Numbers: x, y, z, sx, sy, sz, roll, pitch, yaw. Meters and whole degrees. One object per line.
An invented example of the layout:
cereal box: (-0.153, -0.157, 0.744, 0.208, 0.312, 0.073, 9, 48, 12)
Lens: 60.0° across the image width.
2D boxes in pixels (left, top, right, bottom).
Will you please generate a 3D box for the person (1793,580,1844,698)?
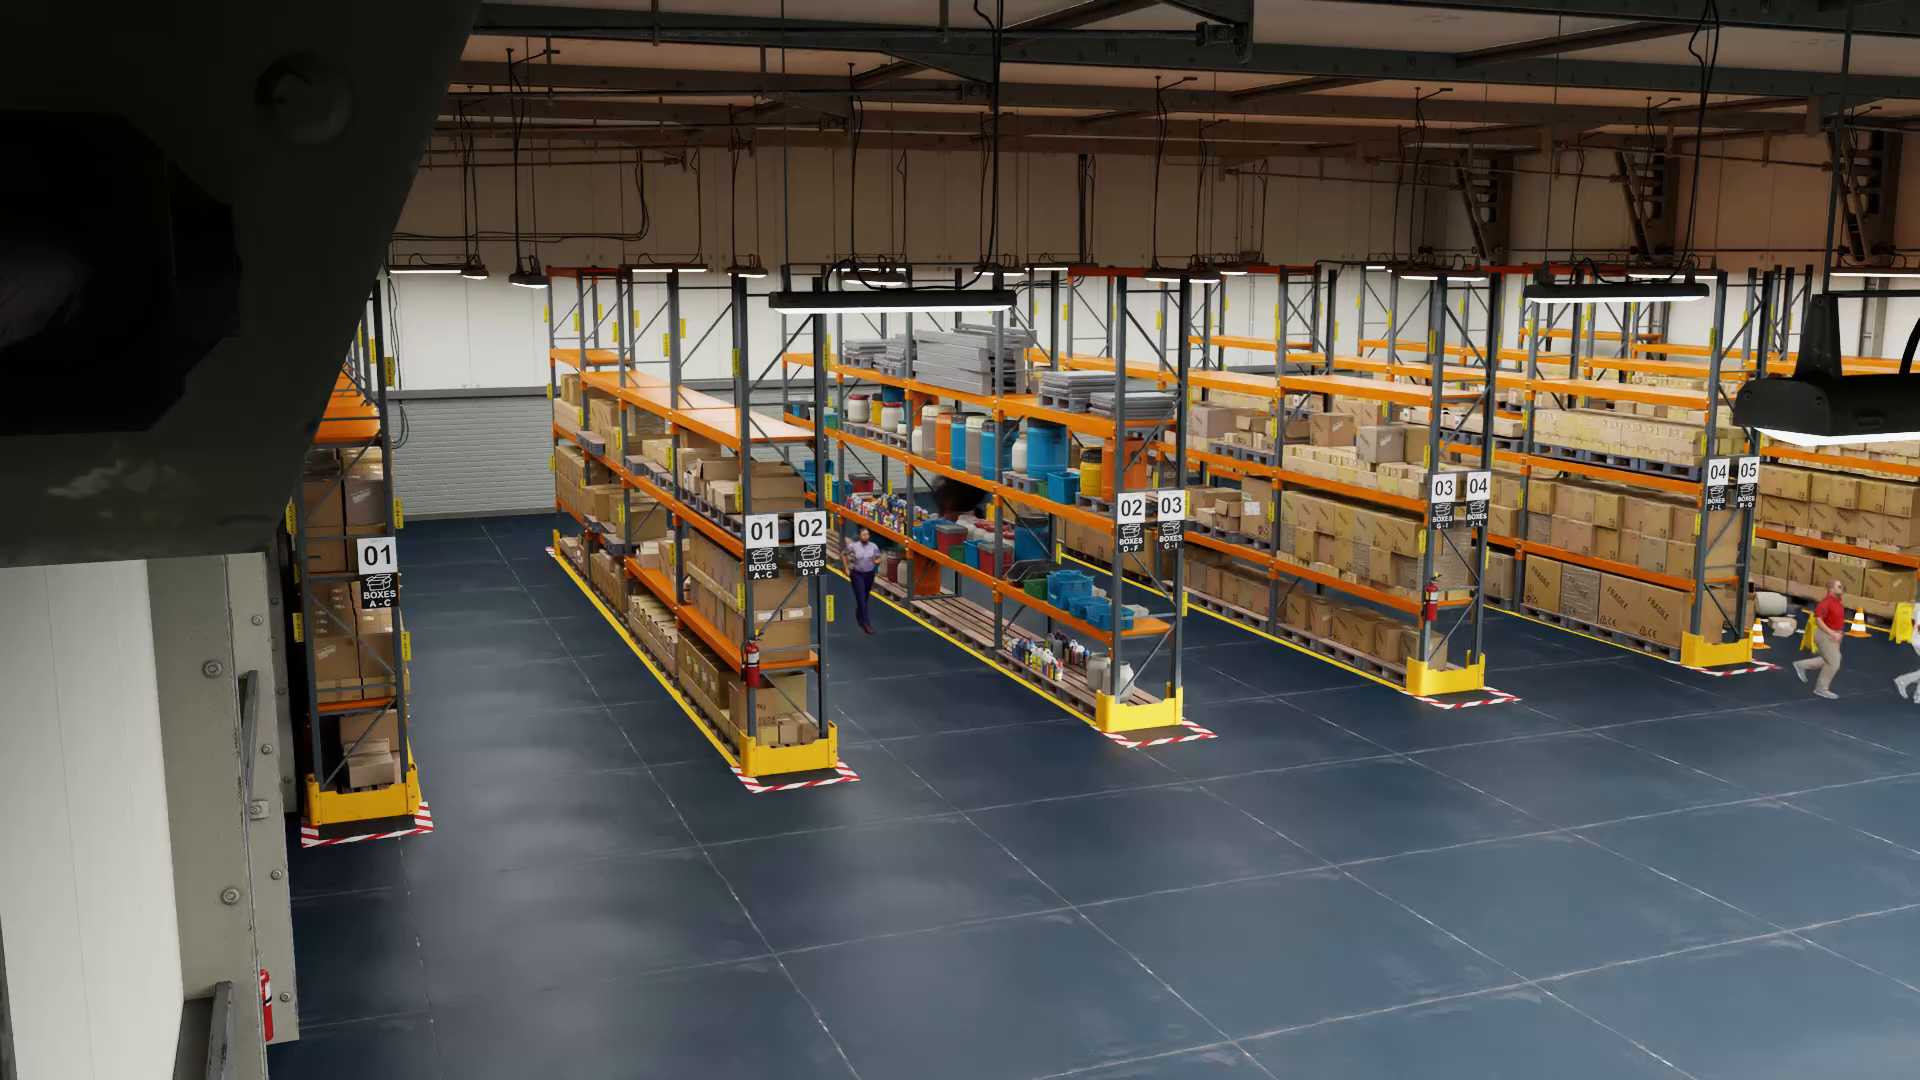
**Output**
person: (12.349, 1.388, 23.871, 0.667, 1.713, 0.669, 8, 13, 39)

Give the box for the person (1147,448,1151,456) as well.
person: (4.443, -1.558, 40.701, 0.719, 1.692, 0.903, 6, 12, 31)

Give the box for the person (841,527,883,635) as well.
person: (-1.530, 0.615, 26.521, 0.599, 1.659, 0.833, -5, 11, -26)

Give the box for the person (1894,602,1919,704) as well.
person: (13.491, 1.456, 23.329, 0.606, 1.722, 0.690, 4, 11, 23)
